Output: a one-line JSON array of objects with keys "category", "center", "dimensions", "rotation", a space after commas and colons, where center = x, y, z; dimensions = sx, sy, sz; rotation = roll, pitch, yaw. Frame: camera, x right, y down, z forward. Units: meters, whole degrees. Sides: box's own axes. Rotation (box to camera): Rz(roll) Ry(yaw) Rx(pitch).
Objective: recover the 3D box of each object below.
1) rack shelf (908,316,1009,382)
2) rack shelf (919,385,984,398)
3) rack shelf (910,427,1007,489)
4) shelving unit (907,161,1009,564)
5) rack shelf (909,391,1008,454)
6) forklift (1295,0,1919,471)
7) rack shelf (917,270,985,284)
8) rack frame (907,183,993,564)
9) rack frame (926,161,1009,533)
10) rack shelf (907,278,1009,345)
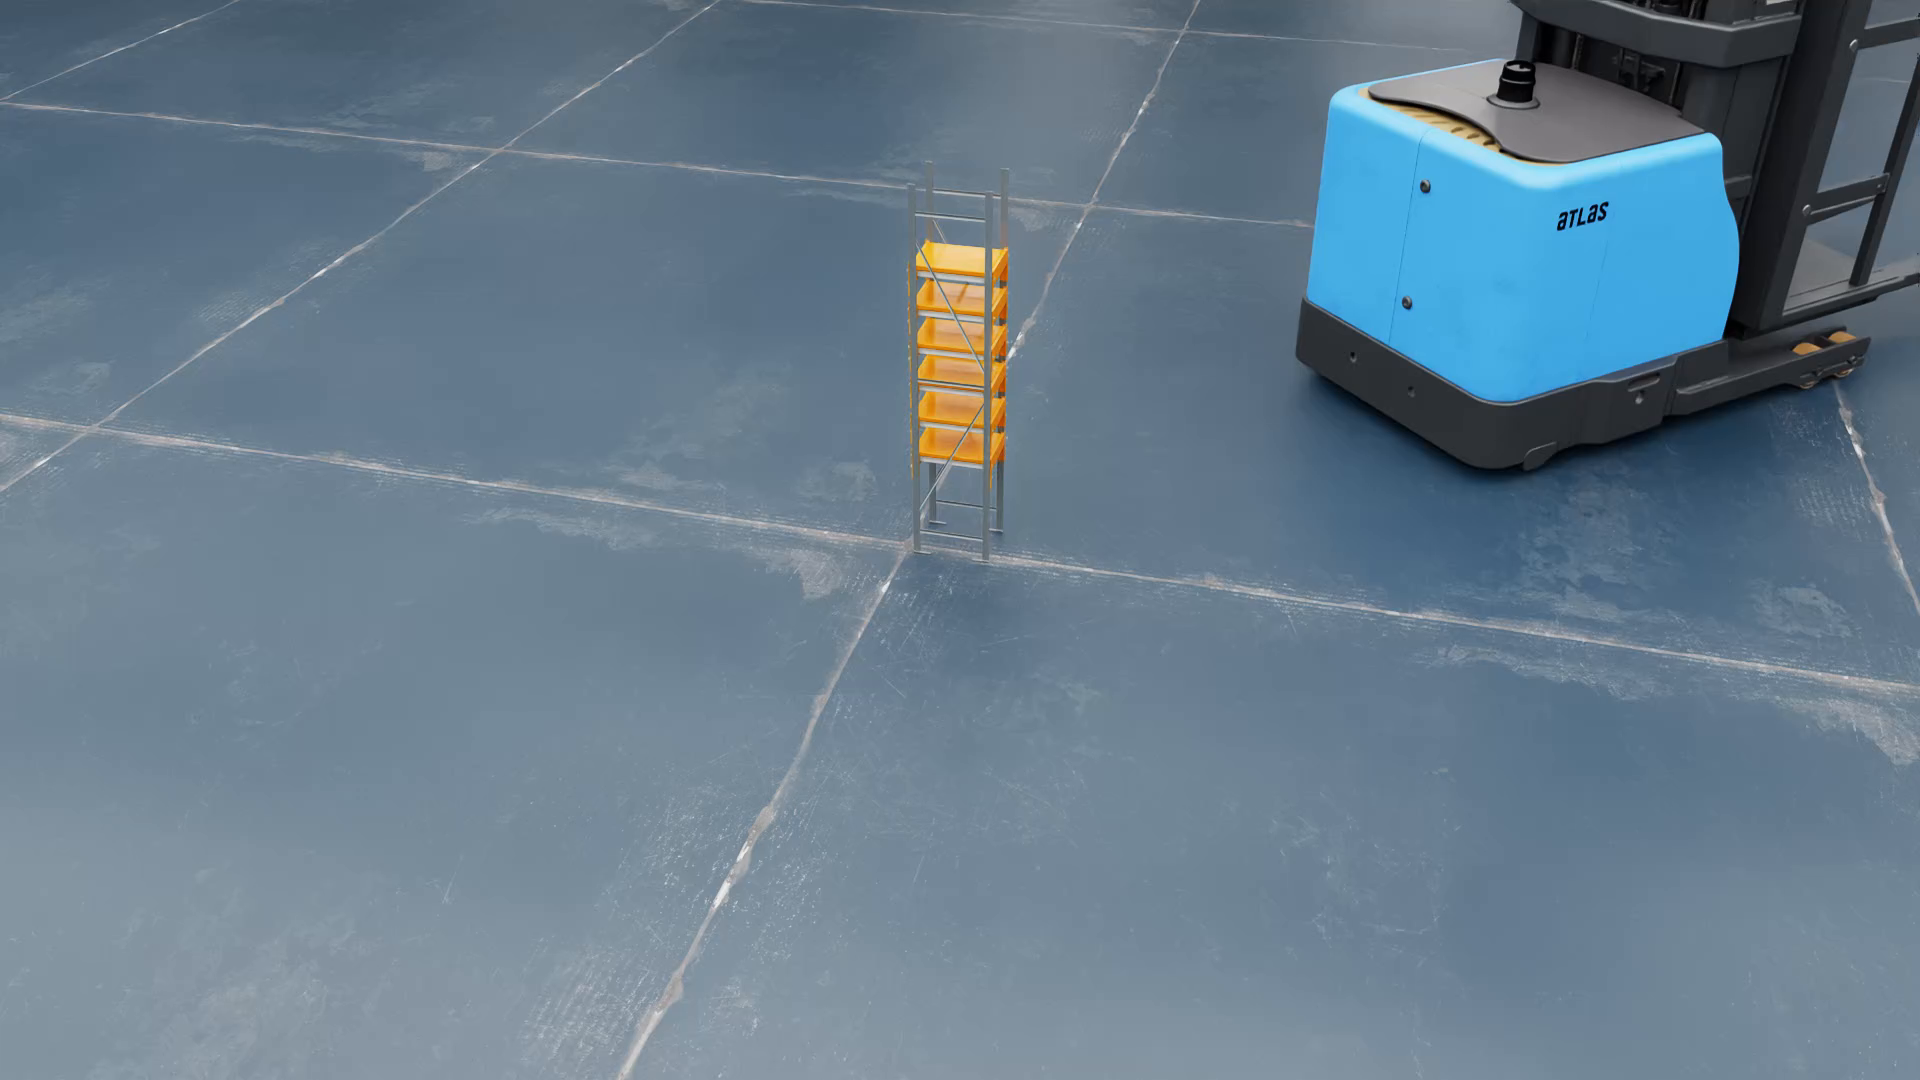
[{"category": "rack shelf", "center": [-0.004, -0.563, 4.876], "dimensions": [0.258, 0.103, 0.180], "rotation": [8, 33, 12]}, {"category": "rack shelf", "center": [-0.004, -0.478, 4.929], "dimensions": [0.199, 0.020, 0.166], "rotation": [8, 33, 12]}, {"category": "rack shelf", "center": [-0.004, -0.259, 5.069], "dimensions": [0.258, 0.103, 0.180], "rotation": [8, 33, 12]}, {"category": "shelving unit", "center": [-0.004, -0.499, 4.916], "dimensions": [0.258, 1.200, 0.189], "rotation": [8, 33, 12]}, {"category": "rack shelf", "center": [-0.004, -0.360, 5.005], "dimensions": [0.258, 0.103, 0.180], "rotation": [8, 33, 12]}, {"category": "forklift", "center": [2.792, -1.989, 5.728], "dimensions": [3.031, 2.843, 1.129], "rotation": [-16, 36, -24]}, {"category": "rack shelf", "center": [-0.004, -0.782, 4.736], "dimensions": [0.199, 0.020, 0.166], "rotation": [8, 33, 12]}, {"category": "rack frame", "center": [-0.027, -0.451, 4.842], "dimensions": [0.240, 1.200, 0.006], "rotation": [8, 33, 12]}, {"category": "rack frame", "center": [0.020, -0.546, 4.991], "dimensions": [0.240, 1.200, 0.006], "rotation": [8, 33, 12]}, {"category": "rack shelf", "center": [-0.004, -0.664, 4.811], "dimensions": [0.258, 0.103, 0.180], "rotation": [8, 33, 12]}]
